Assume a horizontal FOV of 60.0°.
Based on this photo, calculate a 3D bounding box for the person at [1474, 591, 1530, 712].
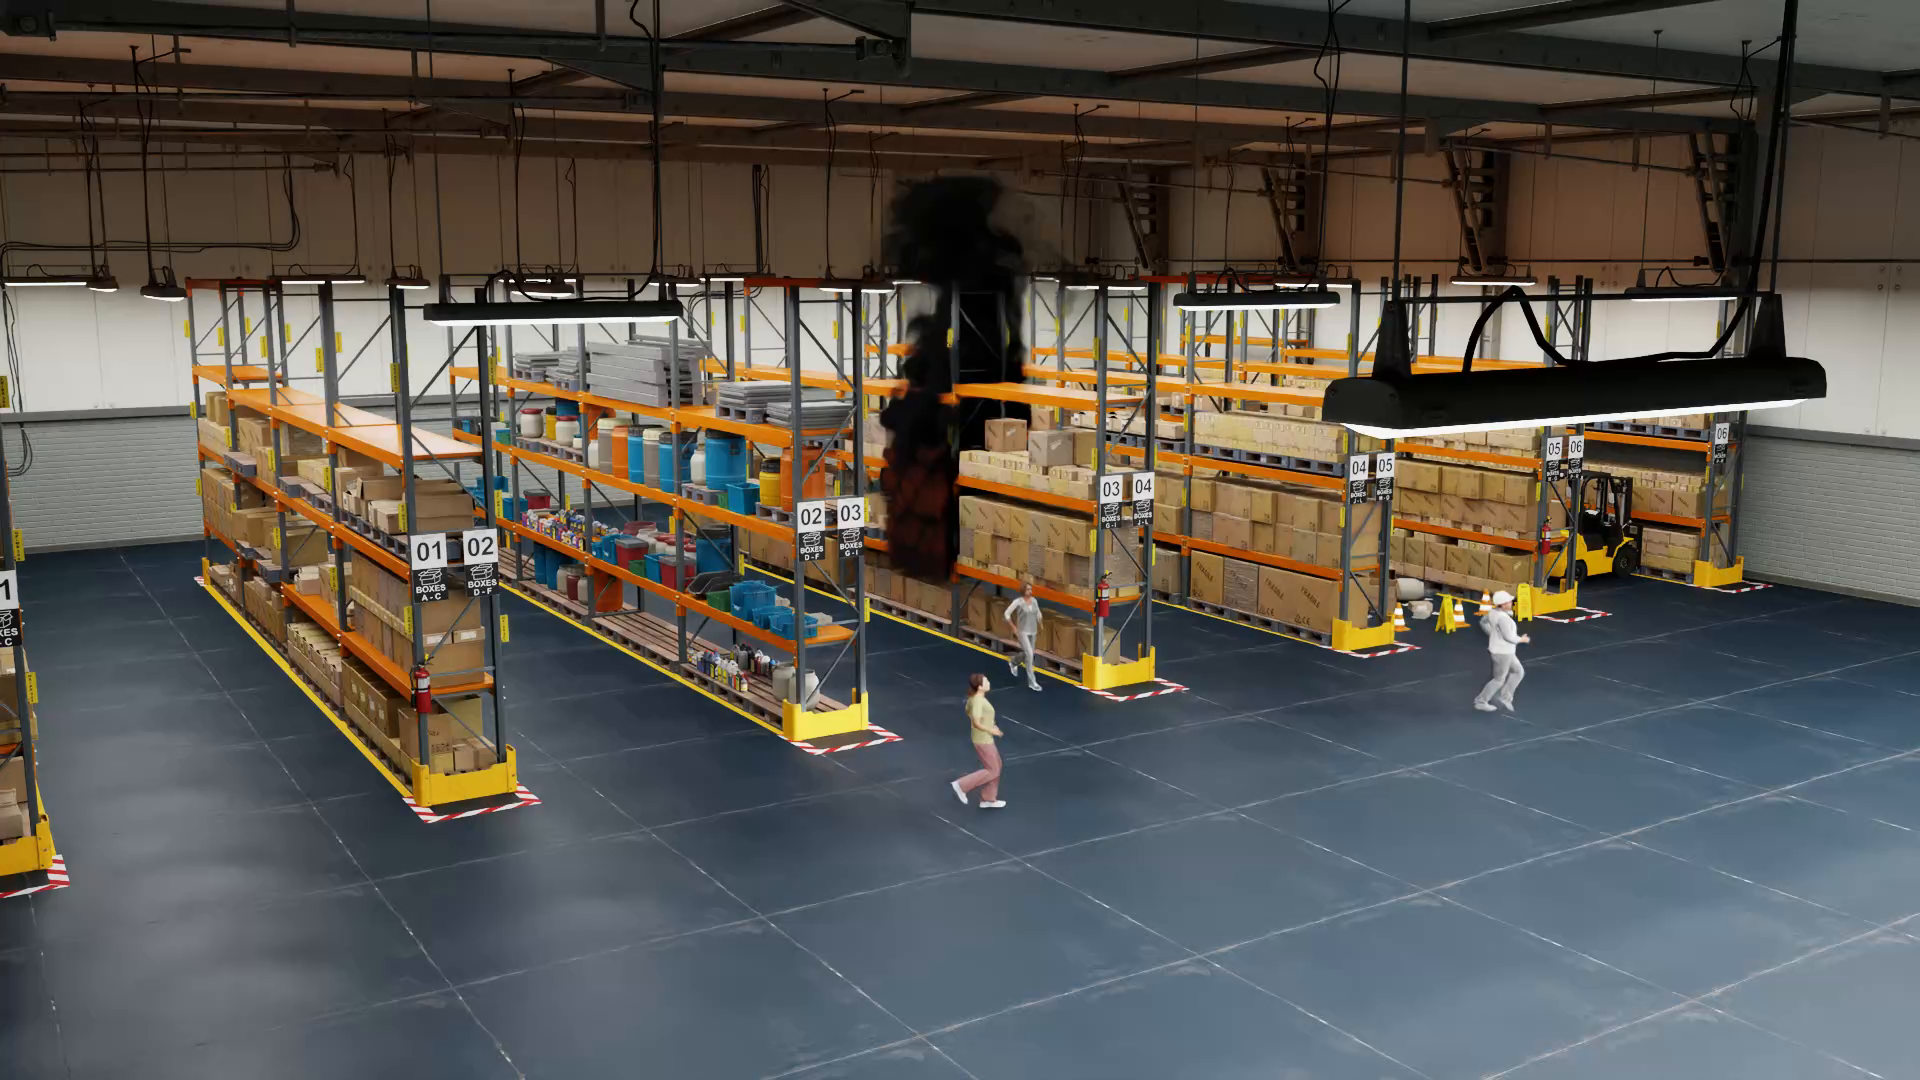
[{"bbox_3d":[7.639,1.583,23.425,0.726,1.789,0.662,1,10,7],"label":"person"}]

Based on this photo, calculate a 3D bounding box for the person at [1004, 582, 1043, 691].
[{"bbox_3d":[0.959,1.403,24.850,0.558,1.588,0.855,-7,12,-35],"label":"person"}]

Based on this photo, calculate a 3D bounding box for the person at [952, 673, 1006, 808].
[{"bbox_3d":[0.214,2.327,19.289,0.641,1.619,0.581,-1,10,-8],"label":"person"}]

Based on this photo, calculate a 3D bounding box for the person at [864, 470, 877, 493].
[{"bbox_3d":[-2.254,-1.567,42.128,0.782,1.726,0.713,-1,10,-5],"label":"person"}]
